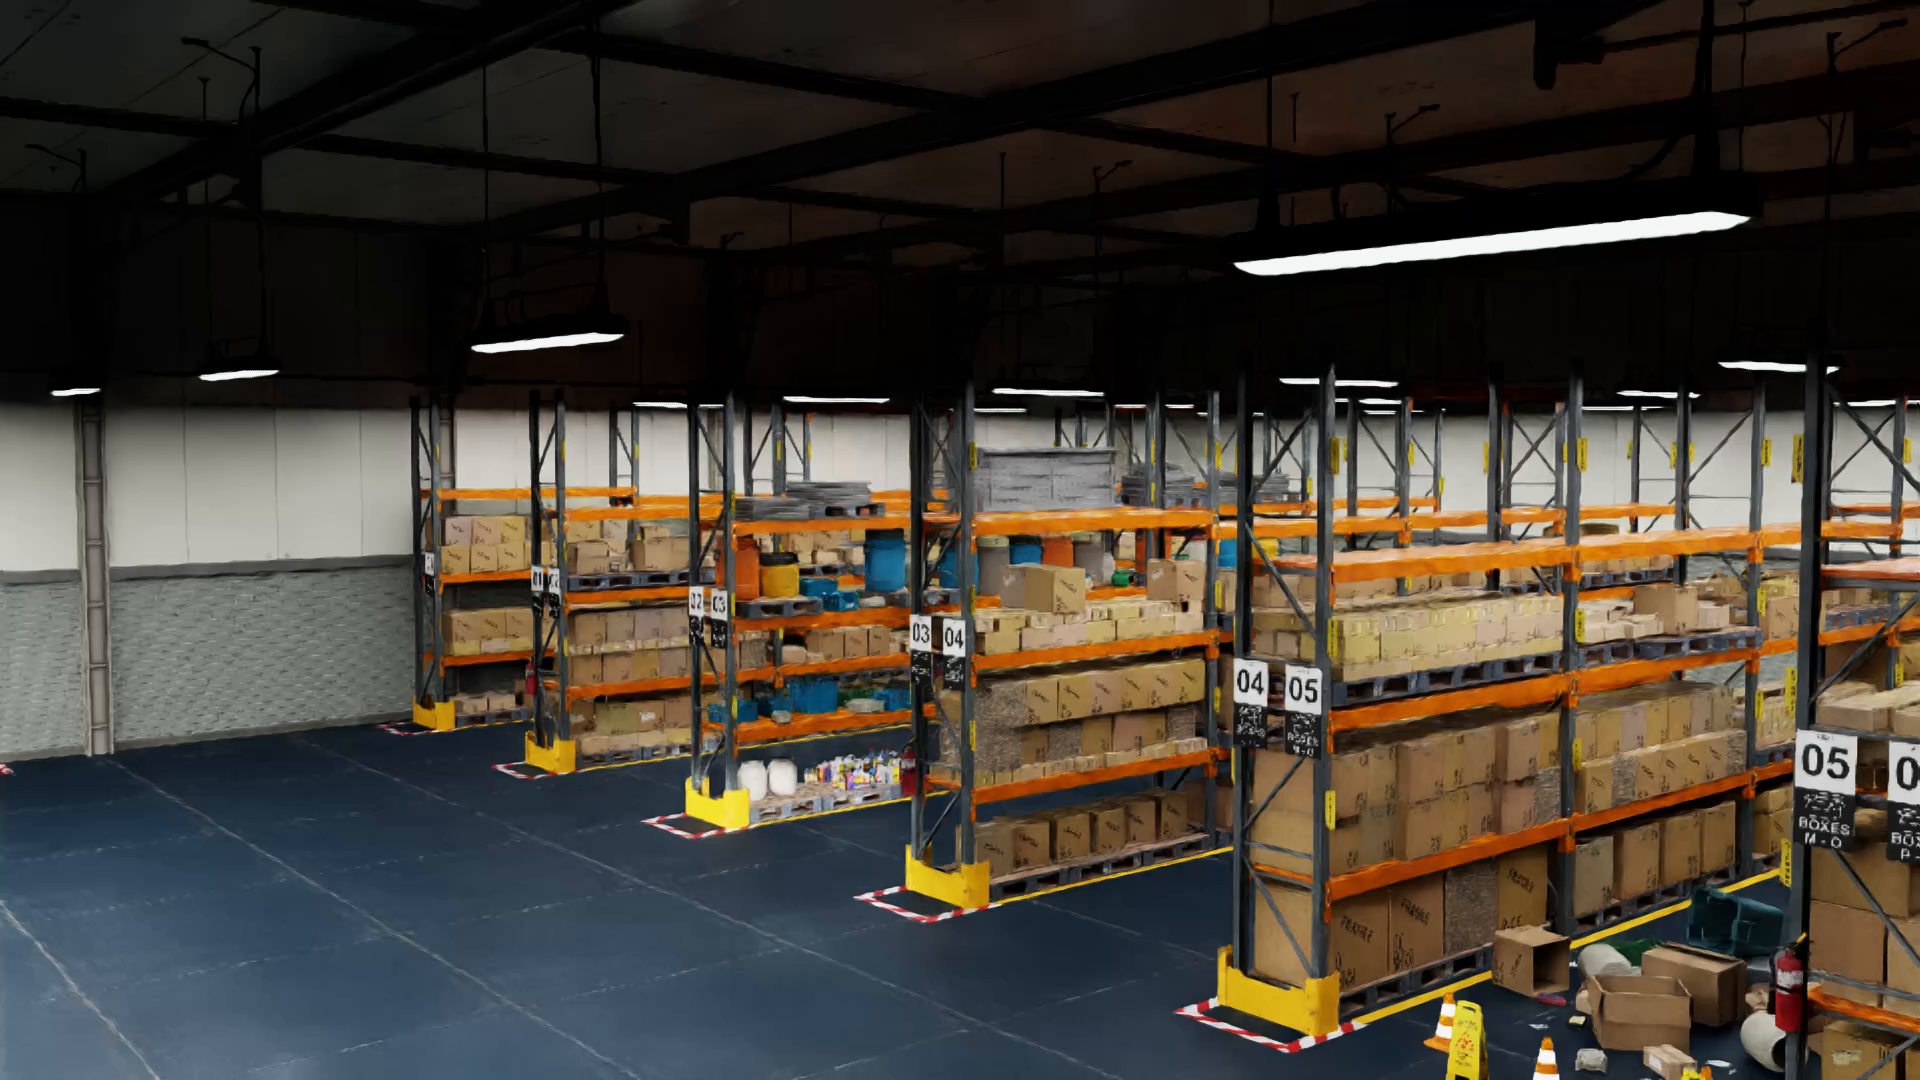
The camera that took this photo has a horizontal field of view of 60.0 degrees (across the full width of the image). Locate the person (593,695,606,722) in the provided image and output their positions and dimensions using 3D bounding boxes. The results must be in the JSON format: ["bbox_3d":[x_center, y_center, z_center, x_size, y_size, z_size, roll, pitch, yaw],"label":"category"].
[{"bbox_3d":[-6.672,2.557,30.912,0.347,1.636,0.469,1,4,22],"label":"person"}]
